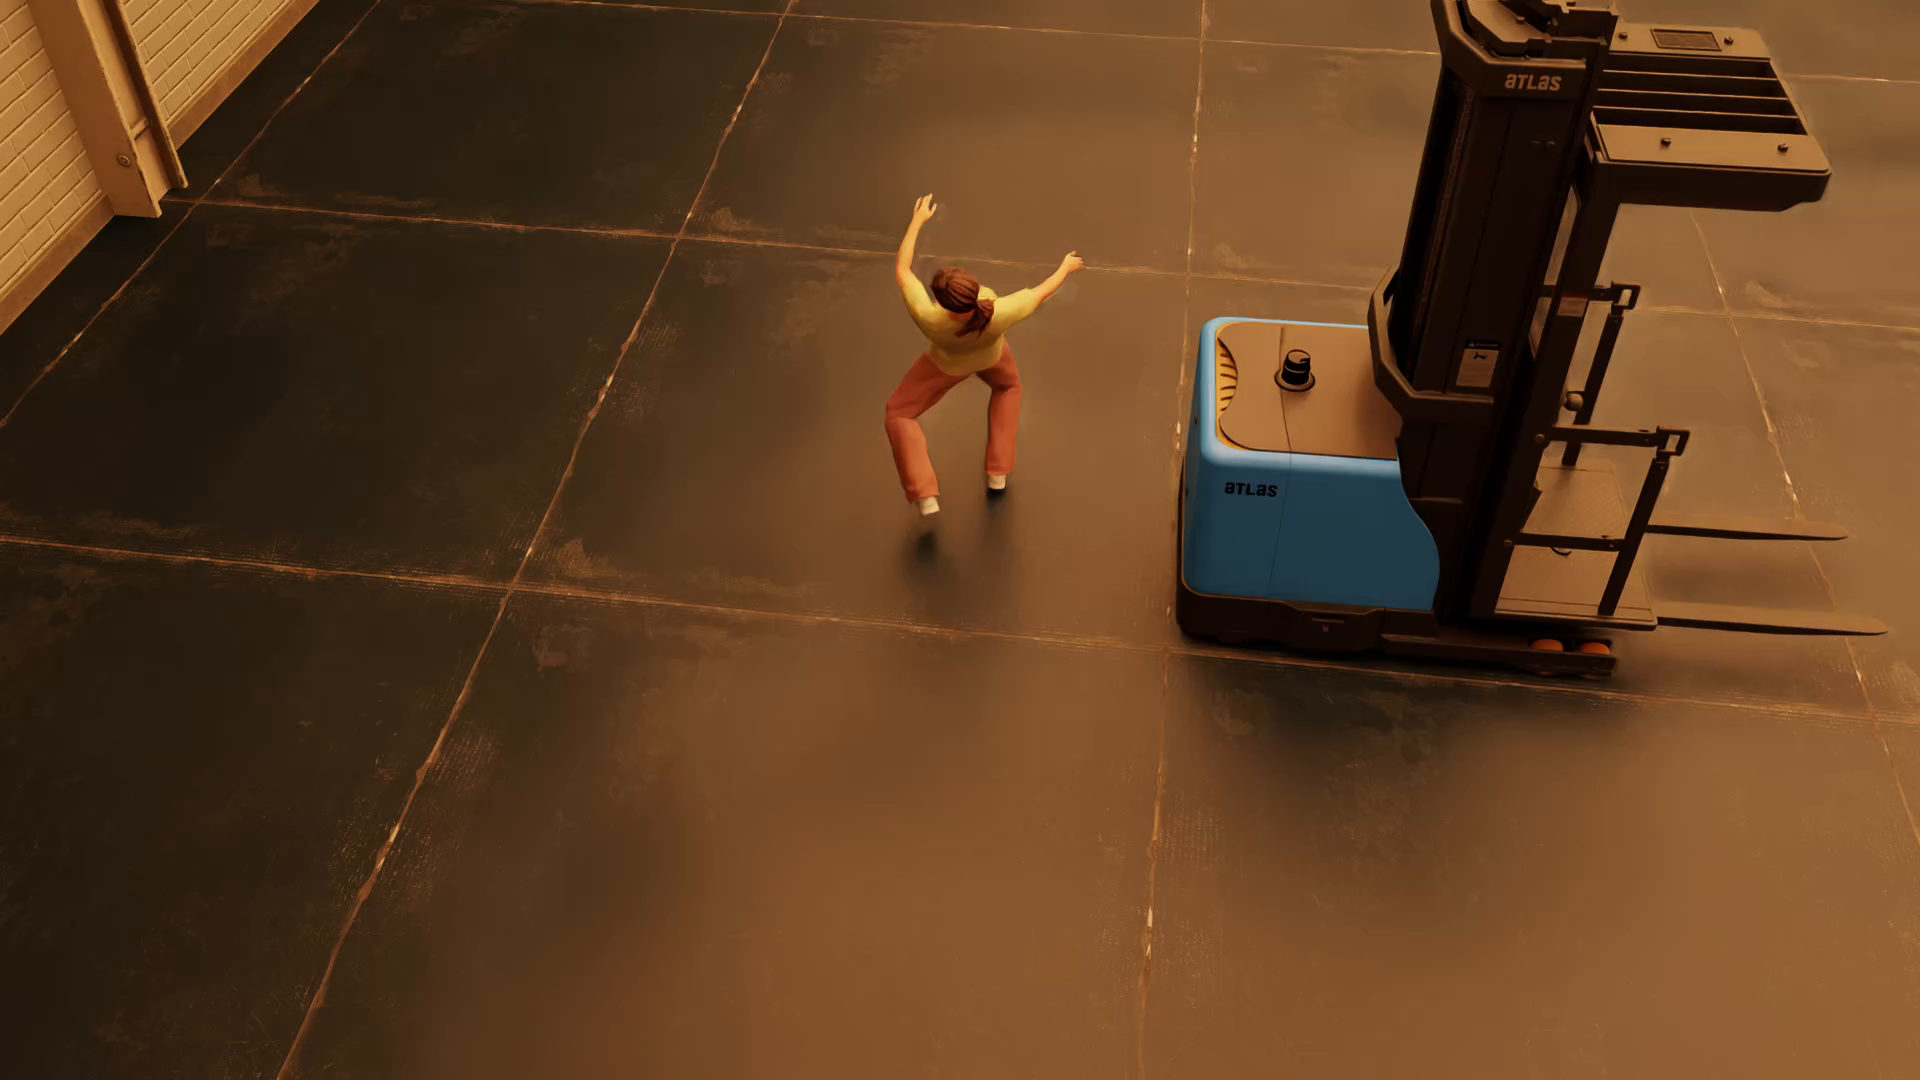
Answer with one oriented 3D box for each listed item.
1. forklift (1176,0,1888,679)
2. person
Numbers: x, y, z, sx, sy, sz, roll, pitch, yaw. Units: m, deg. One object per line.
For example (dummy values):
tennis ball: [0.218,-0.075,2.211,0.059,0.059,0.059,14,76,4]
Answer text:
forklift: [2.516,-0.857,6.657,3.031,2.935,1.130,4,43,5]
person: [0.142,-0.847,7.716,1.008,1.461,0.682,-16,45,-16]
